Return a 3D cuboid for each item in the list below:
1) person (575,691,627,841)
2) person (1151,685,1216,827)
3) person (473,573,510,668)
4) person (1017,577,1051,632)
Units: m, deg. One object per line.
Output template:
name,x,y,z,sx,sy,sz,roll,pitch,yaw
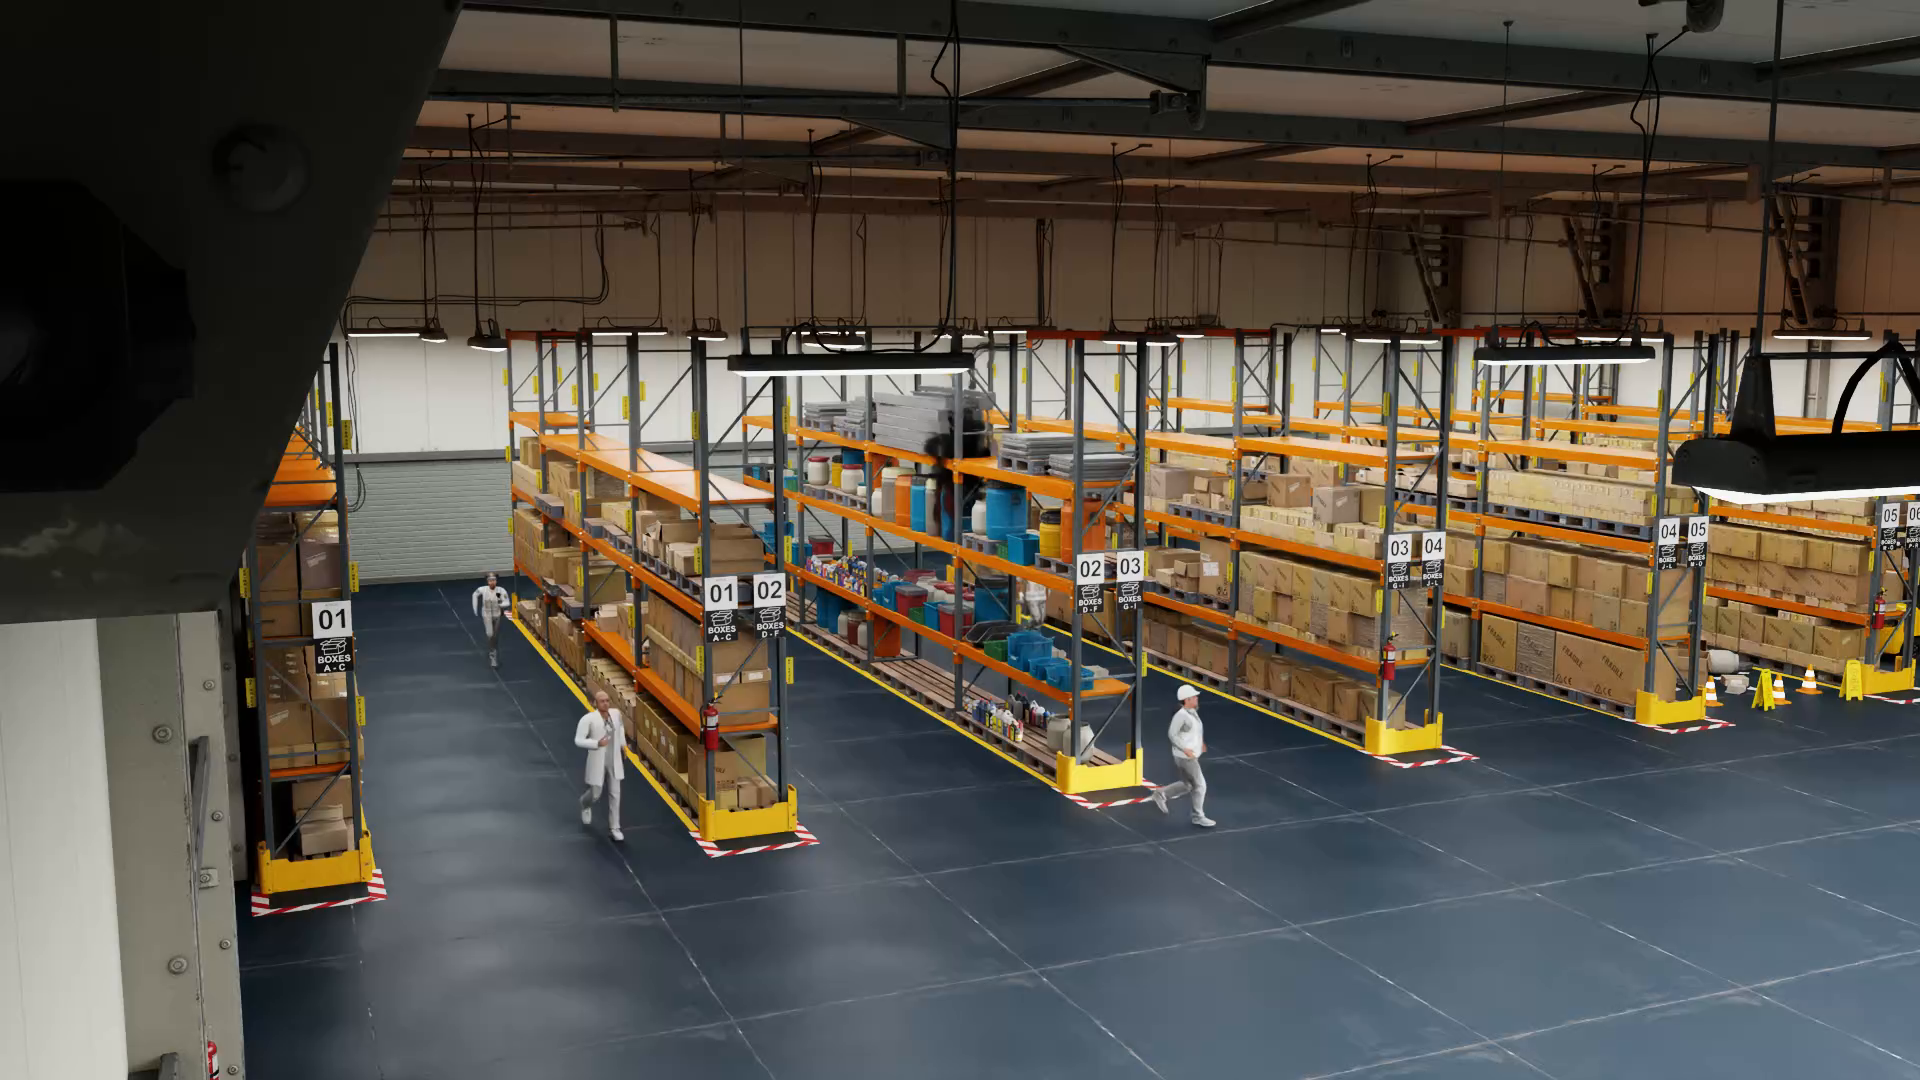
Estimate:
person,-4.354,2.697,20.216,0.725,1.763,0.979,-6,10,-35
person,2.787,2.665,20.685,0.833,1.757,0.671,2,8,17
person,-8.467,1.419,30.094,0.636,1.727,0.815,-3,8,-20
person,1.474,1.151,31.697,0.675,1.739,0.615,-4,9,-27
